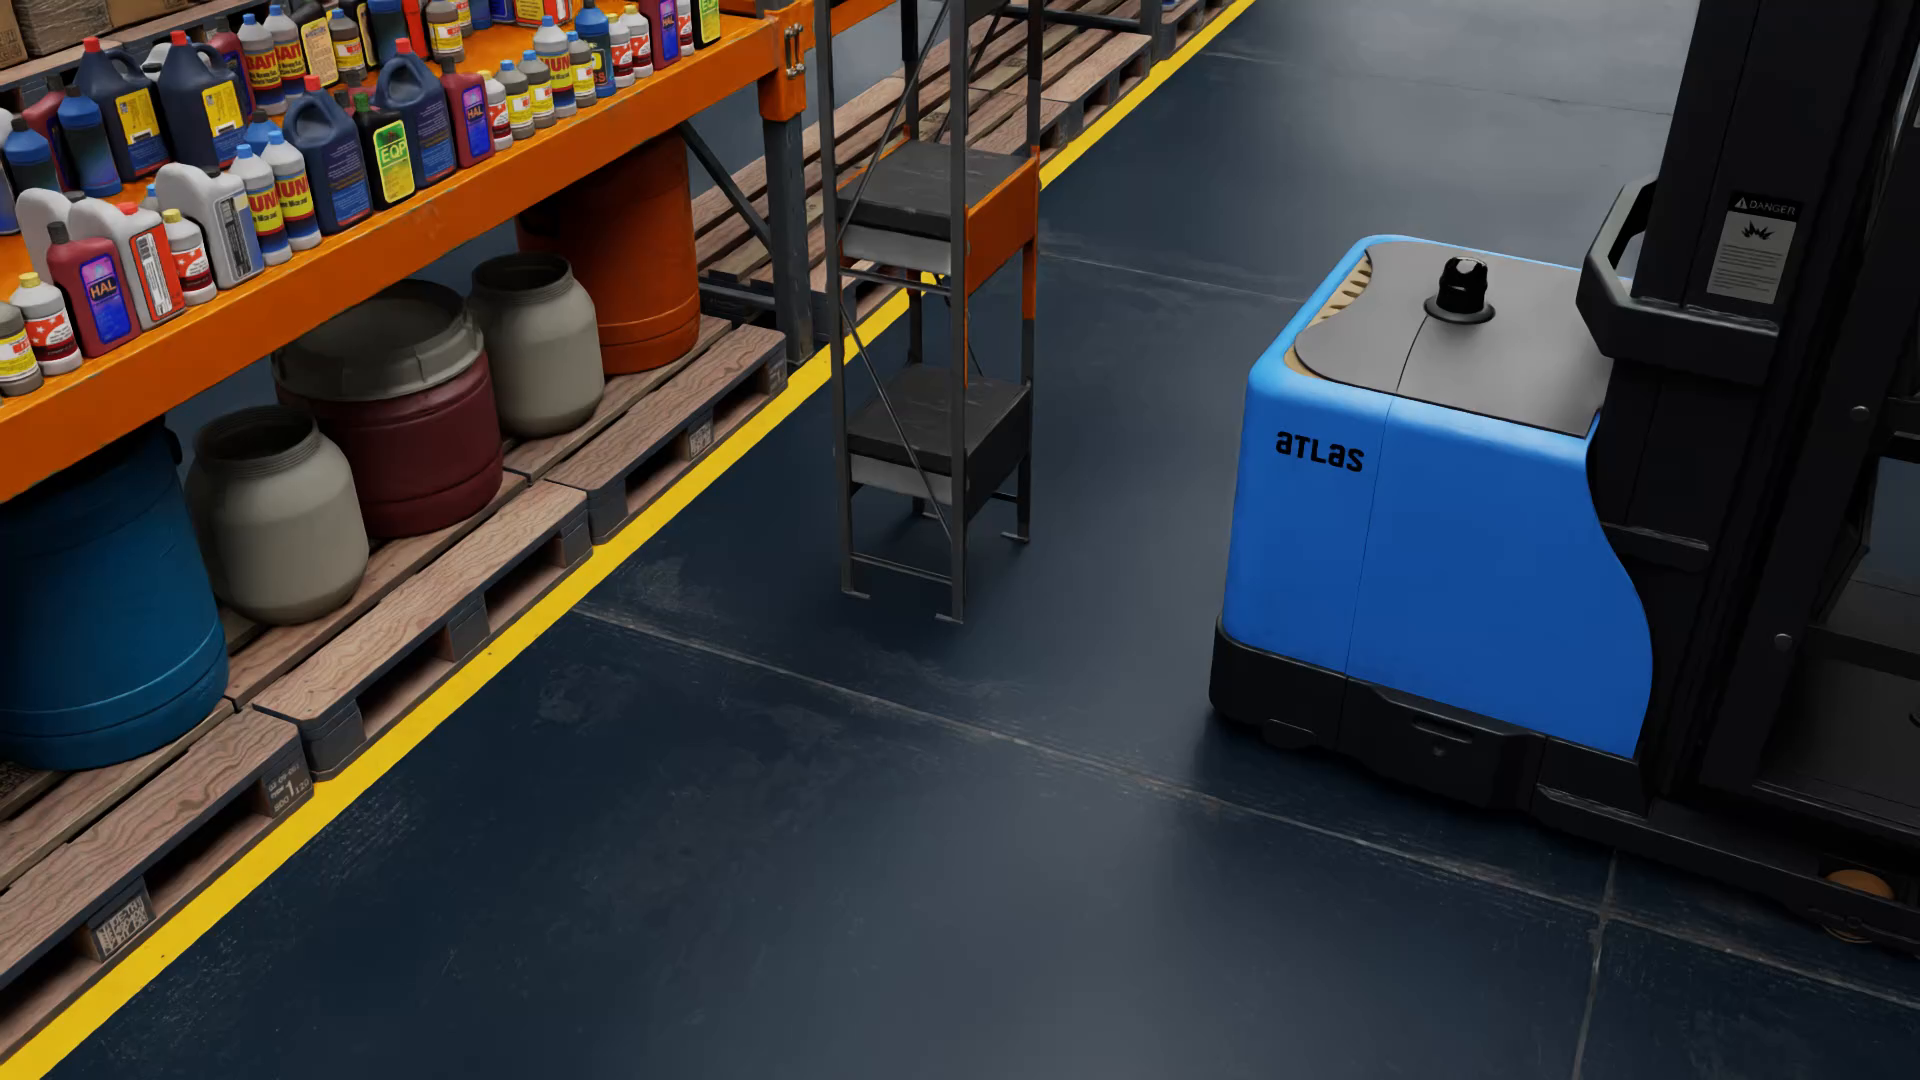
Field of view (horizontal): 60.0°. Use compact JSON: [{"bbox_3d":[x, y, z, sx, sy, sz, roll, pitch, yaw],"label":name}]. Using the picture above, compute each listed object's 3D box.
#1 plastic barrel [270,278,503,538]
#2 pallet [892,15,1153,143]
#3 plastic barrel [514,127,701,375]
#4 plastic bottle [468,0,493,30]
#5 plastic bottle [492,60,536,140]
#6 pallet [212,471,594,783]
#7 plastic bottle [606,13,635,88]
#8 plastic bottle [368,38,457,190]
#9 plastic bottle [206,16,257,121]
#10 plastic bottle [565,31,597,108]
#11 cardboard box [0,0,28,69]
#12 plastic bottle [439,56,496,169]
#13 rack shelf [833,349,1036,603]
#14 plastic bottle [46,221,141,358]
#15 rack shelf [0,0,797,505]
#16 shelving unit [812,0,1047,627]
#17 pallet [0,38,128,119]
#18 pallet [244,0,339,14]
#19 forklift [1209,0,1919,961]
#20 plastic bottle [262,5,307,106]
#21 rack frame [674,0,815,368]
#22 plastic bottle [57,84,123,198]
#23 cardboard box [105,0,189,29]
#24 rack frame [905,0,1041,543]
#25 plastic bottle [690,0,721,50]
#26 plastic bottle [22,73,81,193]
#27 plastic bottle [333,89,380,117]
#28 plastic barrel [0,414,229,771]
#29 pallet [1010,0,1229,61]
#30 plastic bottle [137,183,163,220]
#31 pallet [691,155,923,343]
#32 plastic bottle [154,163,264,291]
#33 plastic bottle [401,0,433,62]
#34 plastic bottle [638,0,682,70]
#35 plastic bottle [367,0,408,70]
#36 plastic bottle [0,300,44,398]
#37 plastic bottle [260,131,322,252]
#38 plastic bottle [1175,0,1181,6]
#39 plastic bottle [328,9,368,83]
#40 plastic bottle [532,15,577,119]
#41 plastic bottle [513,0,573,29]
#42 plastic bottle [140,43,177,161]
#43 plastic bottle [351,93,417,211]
[{"bbox_3d":[-1.694,-0.402,4.943,0.600,0.588,0.708,14,36,20],"label":"plastic barrel"},{"bbox_3d":[0.348,-2.470,8.825,1.003,0.211,1.213,14,36,20],"label":"pallet"},{"bbox_3d":[-1.221,-1.065,5.735,0.600,0.830,0.708,14,36,20],"label":"plastic barrel"},{"bbox_3d":[-1.580,-1.798,5.373,0.097,0.271,0.097,0,33,0],"label":"plastic bottle"},{"bbox_3d":[-1.220,-1.203,4.530,0.097,0.201,0.097,0,33,0],"label":"plastic bottle"},{"bbox_3d":[-1.836,0.129,4.860,1.003,0.211,1.213,14,36,20],"label":"pallet"},{"bbox_3d":[-1.016,-1.445,4.900,0.097,0.201,0.097,0,33,0],"label":"plastic bottle"},{"bbox_3d":[-1.397,-1.085,4.215,0.144,0.351,0.185,14,36,20],"label":"plastic bottle"},{"bbox_3d":[-2.032,-1.289,4.587,0.061,0.283,0.133,14,36,20],"label":"plastic bottle"},{"bbox_3d":[-1.098,-1.348,4.752,0.097,0.201,0.097,0,33,0],"label":"plastic bottle"},{"bbox_3d":[-5.269,-2.658,8.446,0.700,0.500,0.500,12,35,18],"label":"cardboard box"},{"bbox_3d":[-1.292,-1.127,4.340,0.061,0.283,0.133,14,36,20],"label":"plastic bottle"},{"bbox_3d":[-0.069,-0.199,4.940,0.431,0.518,0.480,14,36,20],"label":"rack shelf"},{"bbox_3d":[-1.793,-0.530,3.430,0.061,0.283,0.133,14,36,20],"label":"plastic bottle"},{"bbox_3d":[-1.869,-0.747,4.310,1.077,0.370,4.000,14,36,20],"label":"rack shelf"},{"bbox_3d":[-0.069,-0.796,4.549,0.431,2.100,0.503,14,36,20],"label":"shelving unit"},{"bbox_3d":[-5.203,-2.403,8.723,1.003,0.211,1.213,14,36,20],"label":"pallet"},{"bbox_3d":[-4.182,-3.619,10.576,1.003,0.211,1.213,14,36,20],"label":"pallet"},{"bbox_3d":[2.216,-0.583,3.465,3.031,2.935,1.130,16,37,23],"label":"forklift"},{"bbox_3d":[-1.926,-1.386,4.745,0.097,0.271,0.097,0,33,0],"label":"plastic bottle"},{"bbox_3d":[-1.032,-2.044,5.632,1.000,3.000,0.127,14,36,20],"label":"rack frame"},{"bbox_3d":[-2.183,-1.001,4.158,0.097,0.271,0.097,0,33,0],"label":"plastic bottle"},{"bbox_3d":[-4.817,-3.221,9.305,0.700,0.500,0.500,17,37,24],"label":"cardboard box"},{"bbox_3d":[0.033,-0.917,4.734,0.400,2.100,0.015,14,36,20],"label":"rack frame"},{"bbox_3d":[-0.814,-1.696,5.208,0.061,0.283,0.133,14,36,20],"label":"plastic bottle"},{"bbox_3d":[-2.262,-1.015,4.169,0.061,0.283,0.133,14,36,20],"label":"plastic bottle"},{"bbox_3d":[-1.481,-0.982,4.119,0.061,0.283,0.133,14,36,20],"label":"plastic bottle"},{"bbox_3d":[-2.166,0.030,3.999,0.600,0.901,0.708,14,36,20],"label":"plastic barrel"},{"bbox_3d":[0.960,-3.195,9.931,1.003,0.211,1.213,14,36,20],"label":"pallet"},{"bbox_3d":[-1.803,-0.708,3.776,0.097,0.201,0.097,0,33,0],"label":"plastic bottle"},{"bbox_3d":[-0.673,-1.255,6.972,1.003,0.211,1.213,14,36,20],"label":"pallet"},{"bbox_3d":[-1.682,-0.720,3.726,0.152,0.276,0.135,14,36,20],"label":"plastic bottle"},{"bbox_3d":[-1.700,-1.621,5.099,0.152,0.276,0.135,14,36,20],"label":"plastic bottle"},{"bbox_3d":[-0.910,-1.581,5.032,0.061,0.283,0.133,14,36,20],"label":"plastic bottle"},{"bbox_3d":[-1.719,-1.553,5.001,0.097,0.271,0.097,0,33,0],"label":"plastic bottle"},{"bbox_3d":[-1.899,-0.394,3.297,0.097,0.201,0.097,0,33,0],"label":"plastic bottle"},{"bbox_3d":[-1.567,-0.818,3.880,0.097,0.271,0.097,0,33,0],"label":"plastic bottle"},{"bbox_3d":[1.215,-3.159,9.483,0.097,0.201,0.097,0,33,0],"label":"plastic bottle"},{"bbox_3d":[-1.830,-1.472,4.940,0.097,0.201,0.097,0,33,0],"label":"plastic bottle"},{"bbox_3d":[-1.138,-1.329,4.659,0.097,0.271,0.097,0,33,0],"label":"plastic bottle"},{"bbox_3d":[-1.369,-1.816,5.397,0.152,0.276,0.135,14,36,20],"label":"plastic bottle"},{"bbox_3d":[-2.087,-1.160,4.397,0.152,0.276,0.135,14,36,20],"label":"plastic bottle"},{"bbox_3d":[-1.425,-0.968,4.098,0.061,0.283,0.133,14,36,20],"label":"plastic bottle"}]
